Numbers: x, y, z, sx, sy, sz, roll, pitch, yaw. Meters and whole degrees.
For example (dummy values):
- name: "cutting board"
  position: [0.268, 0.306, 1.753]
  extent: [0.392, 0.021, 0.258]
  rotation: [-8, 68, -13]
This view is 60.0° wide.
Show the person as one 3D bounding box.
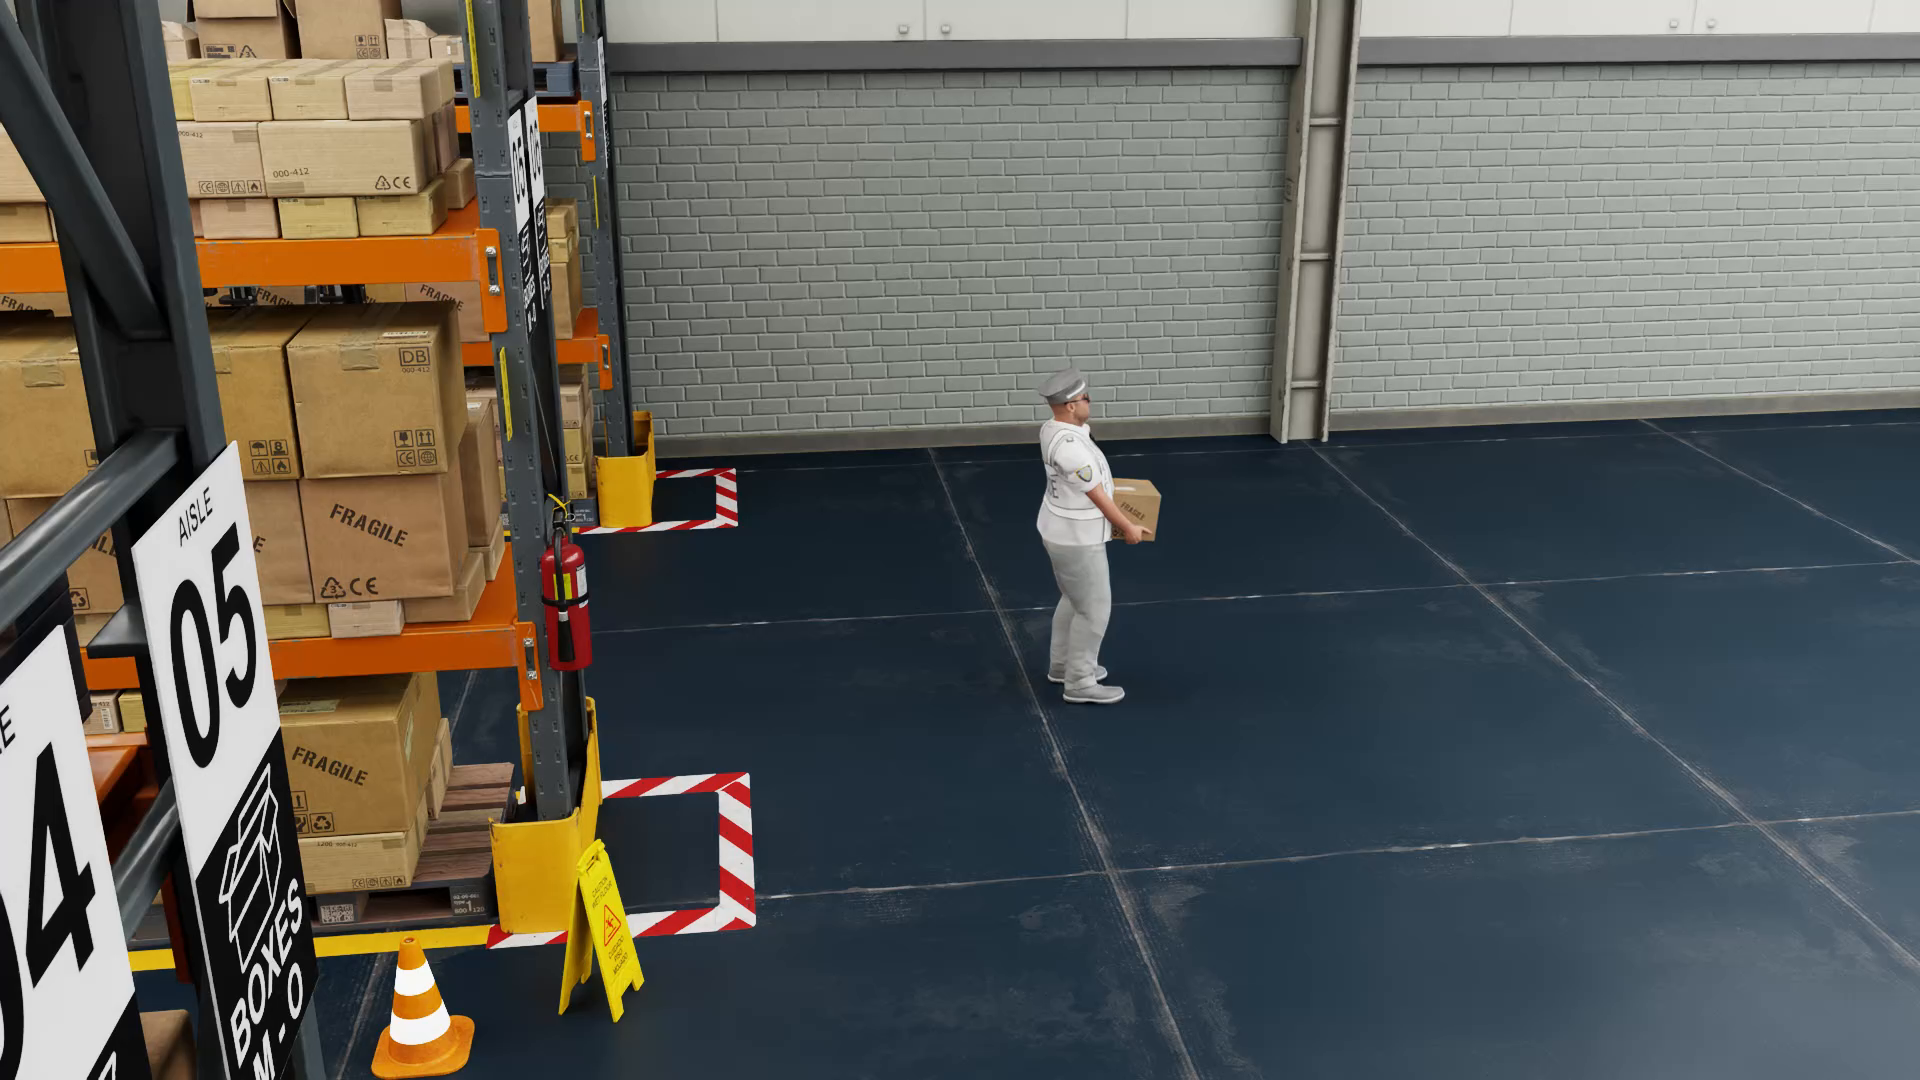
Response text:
- name: "person"
  position: [0.680, -0.035, 8.629]
  extent: [0.573, 1.767, 0.493]
  rotation: [-3, 20, -7]
